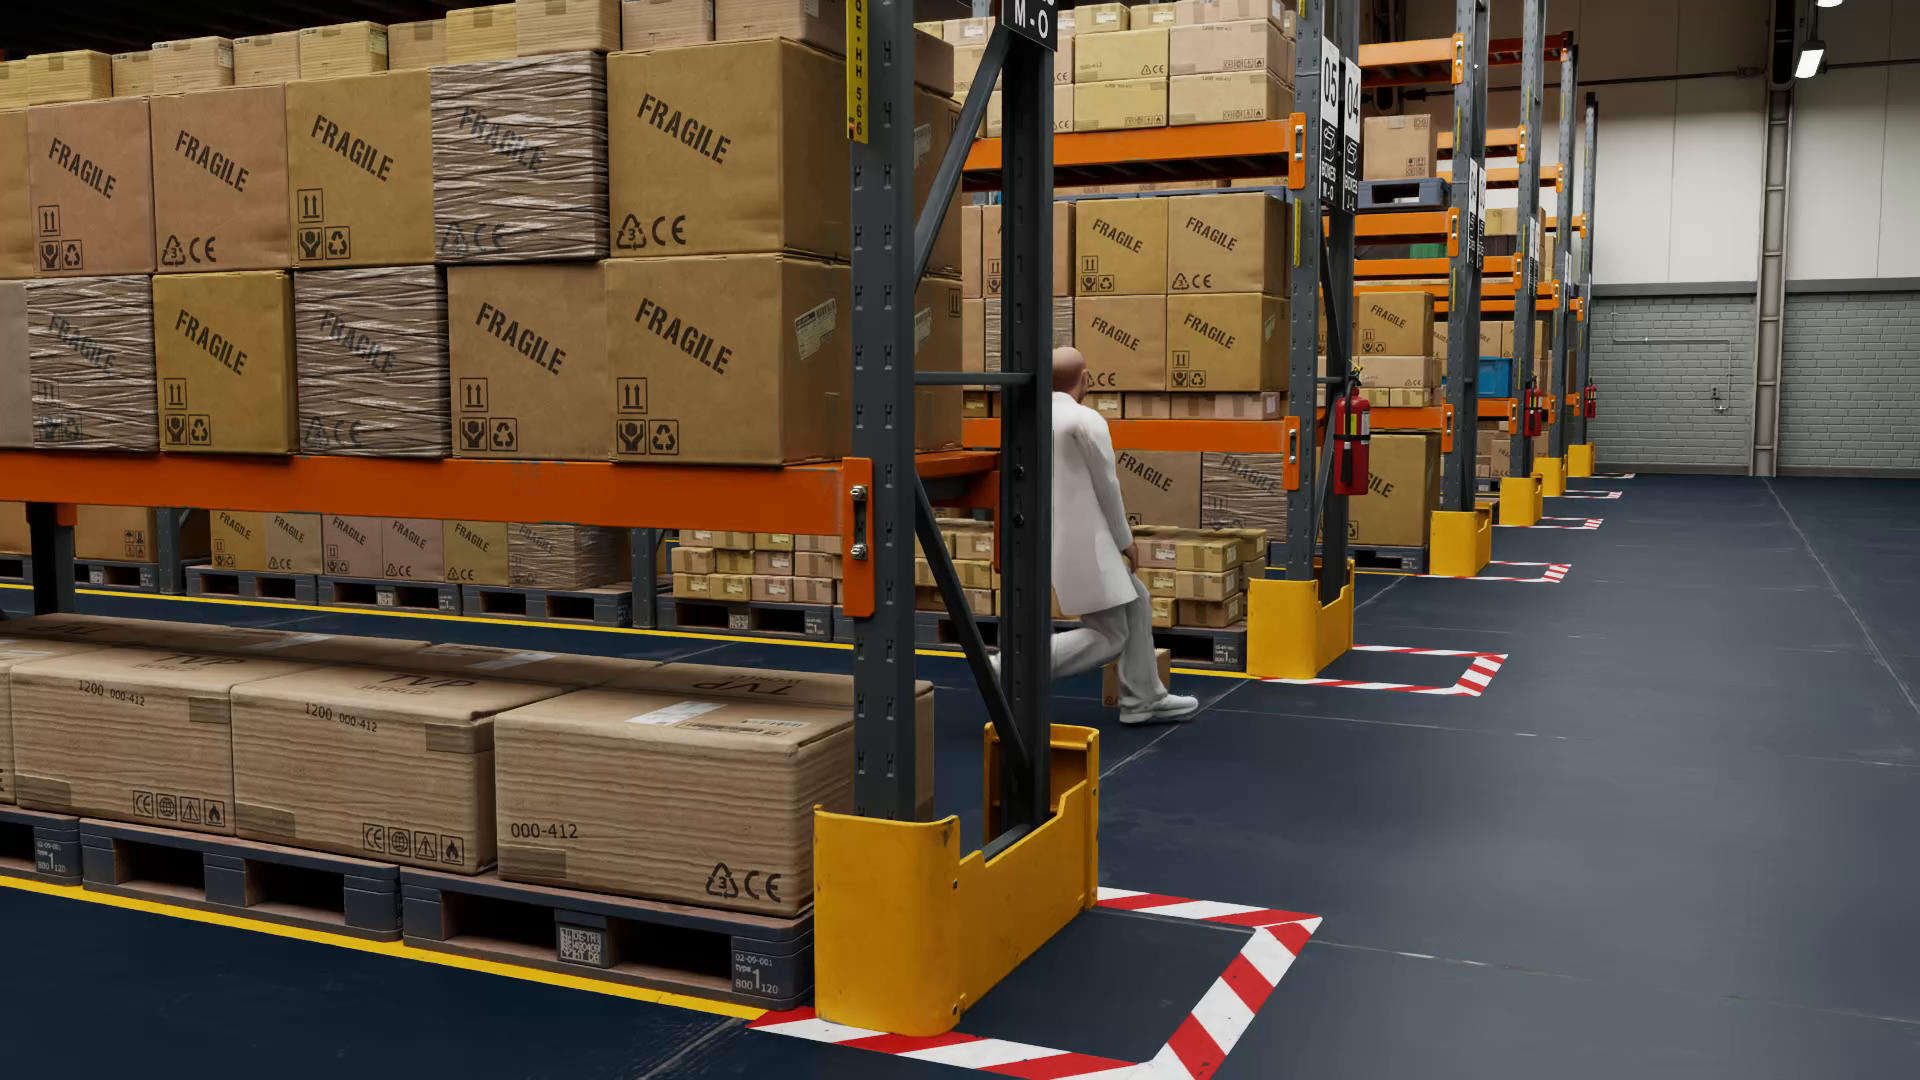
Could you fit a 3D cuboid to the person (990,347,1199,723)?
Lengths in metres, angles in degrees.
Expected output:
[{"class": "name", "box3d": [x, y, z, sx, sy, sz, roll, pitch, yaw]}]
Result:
[{"class": "person", "box3d": [-2.885, -0.751, 14.965, 1.042, 1.636, 17.732, -2, 6, -24]}]
